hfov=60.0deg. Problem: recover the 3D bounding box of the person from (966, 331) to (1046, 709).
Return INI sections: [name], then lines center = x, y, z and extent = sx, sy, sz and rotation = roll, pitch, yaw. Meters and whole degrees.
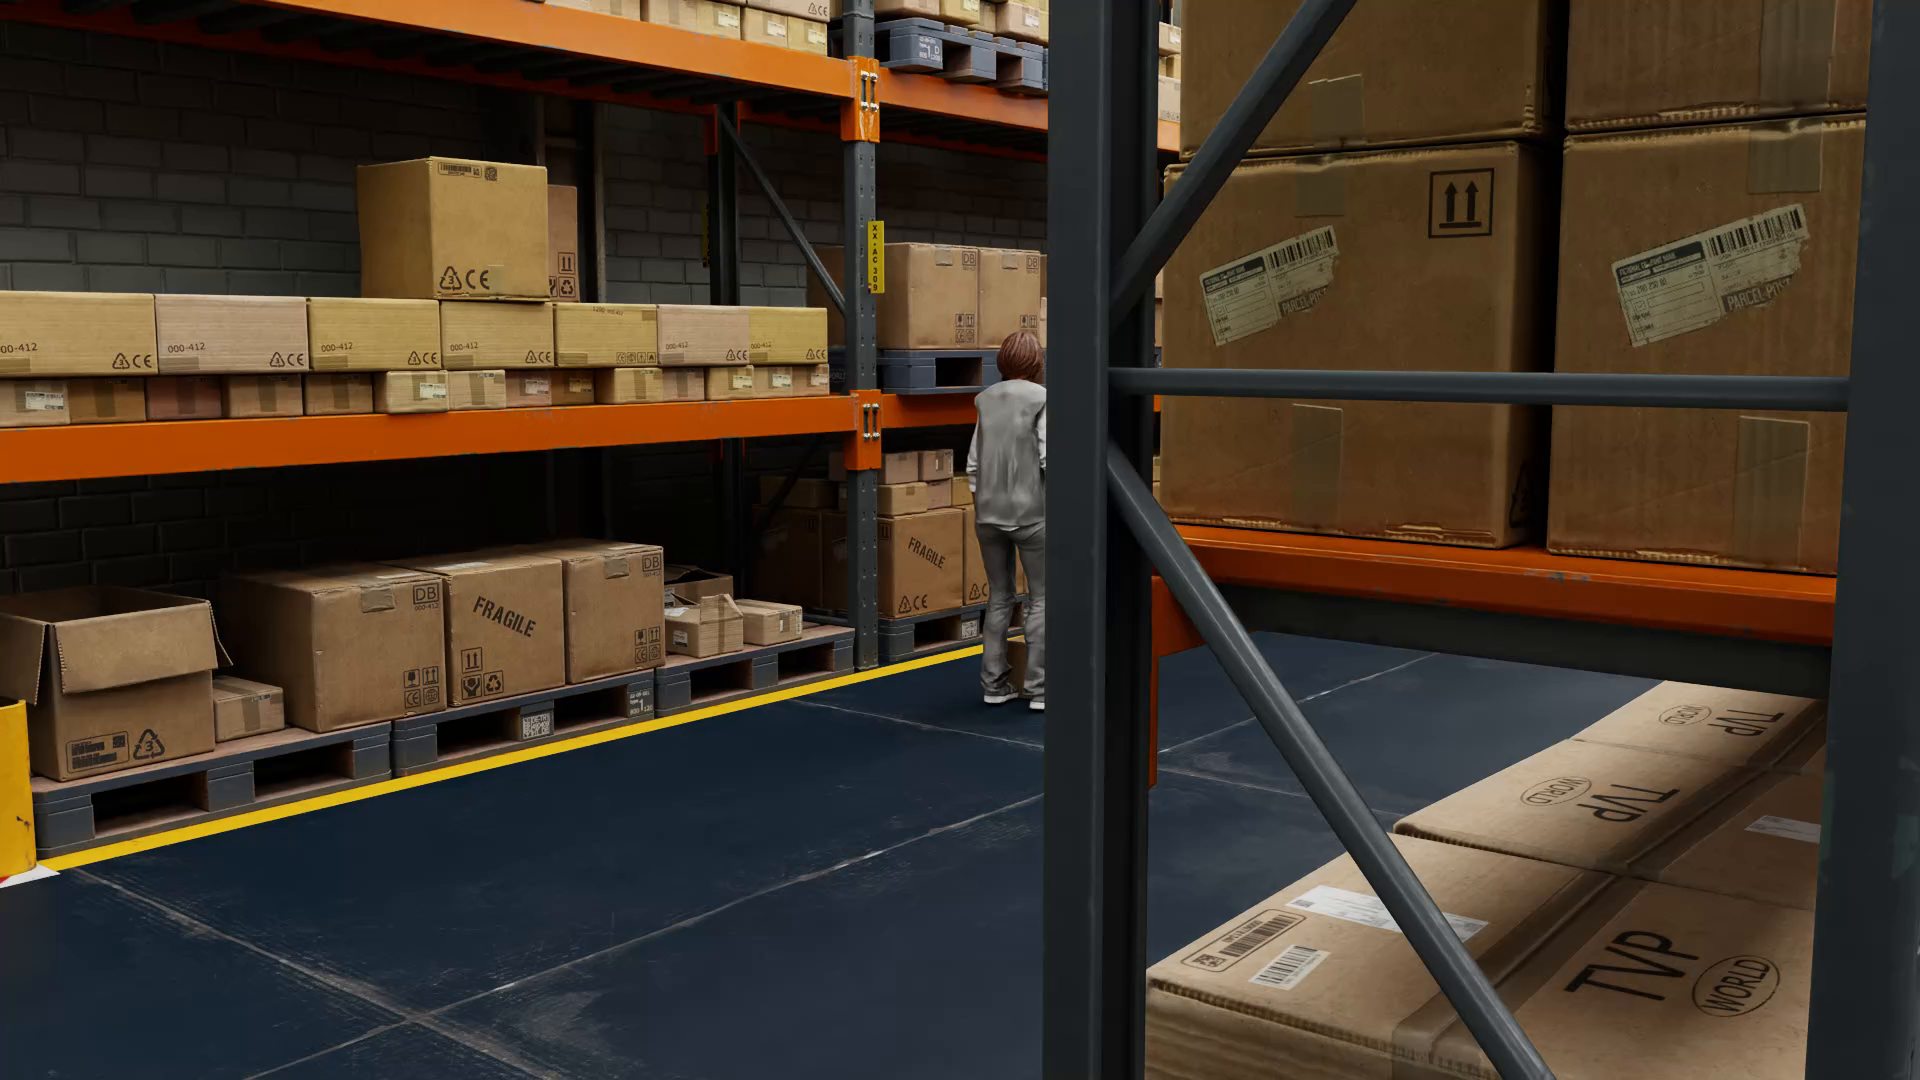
[person]
center = 0.247, -0.084, 7.056
extent = 0.483, 1.594, 0.341
rotation = 5, 8, 33
